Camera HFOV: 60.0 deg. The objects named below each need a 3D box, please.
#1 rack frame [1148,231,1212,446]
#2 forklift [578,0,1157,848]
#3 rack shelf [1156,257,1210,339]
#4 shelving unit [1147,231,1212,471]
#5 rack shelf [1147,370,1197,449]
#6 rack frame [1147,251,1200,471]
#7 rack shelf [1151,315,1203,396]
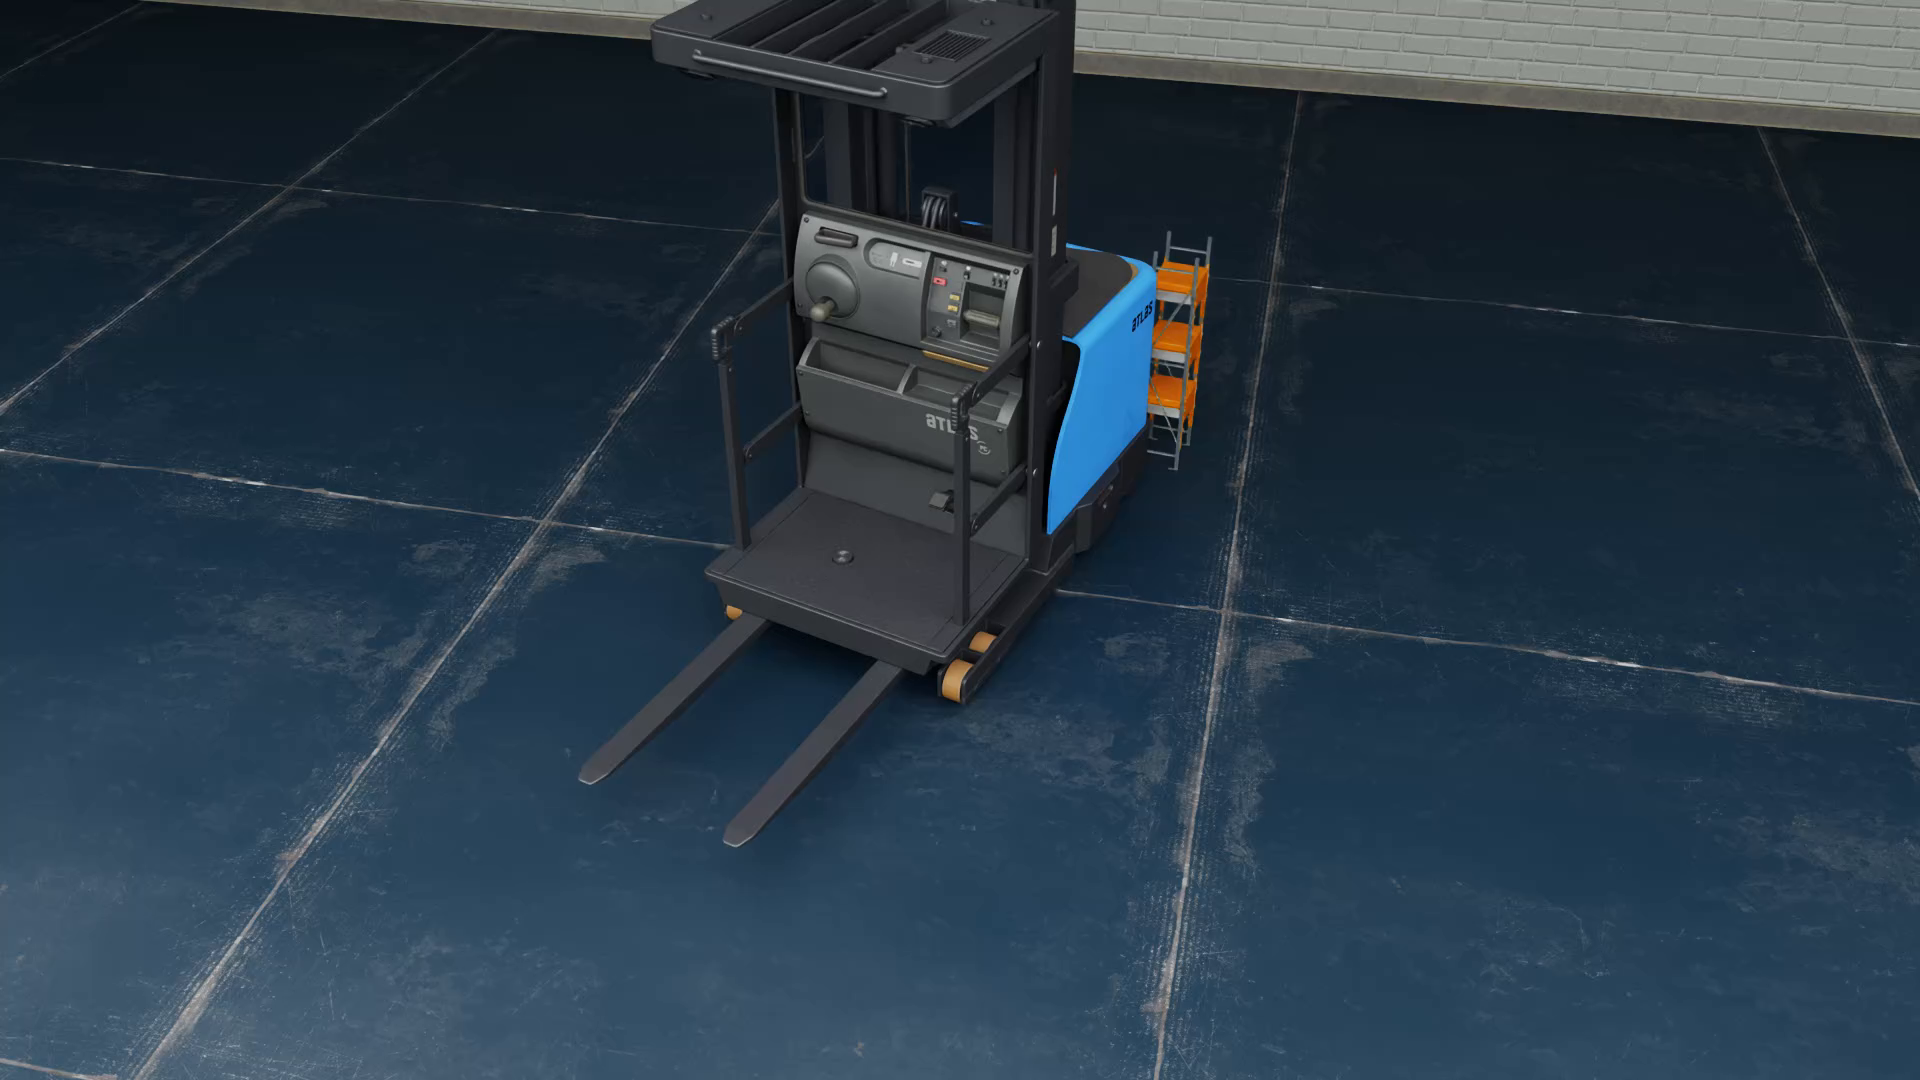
[{"bbox_3d":[1.001,-0.905,7.605,0.200,1.050,0.008,12,34,16],"label":"rack frame"},{"bbox_3d":[-0.300,-0.866,5.948,1.130,2.935,3.031,18,40,23],"label":"forklift"},{"bbox_3d":[0.965,-1.072,7.359,0.215,0.259,0.240,12,34,16],"label":"rack shelf"},{"bbox_3d":[0.960,-0.843,7.508,0.215,1.050,0.252,12,34,16],"label":"shelving unit"},{"bbox_3d":[0.954,-0.601,7.665,0.215,0.259,0.240,12,34,16],"label":"rack shelf"},{"bbox_3d":[0.919,-0.781,7.411,0.200,1.050,0.008,12,34,16],"label":"rack frame"},{"bbox_3d":[0.960,-0.834,7.514,0.215,0.259,0.240,12,34,16],"label":"rack shelf"}]
